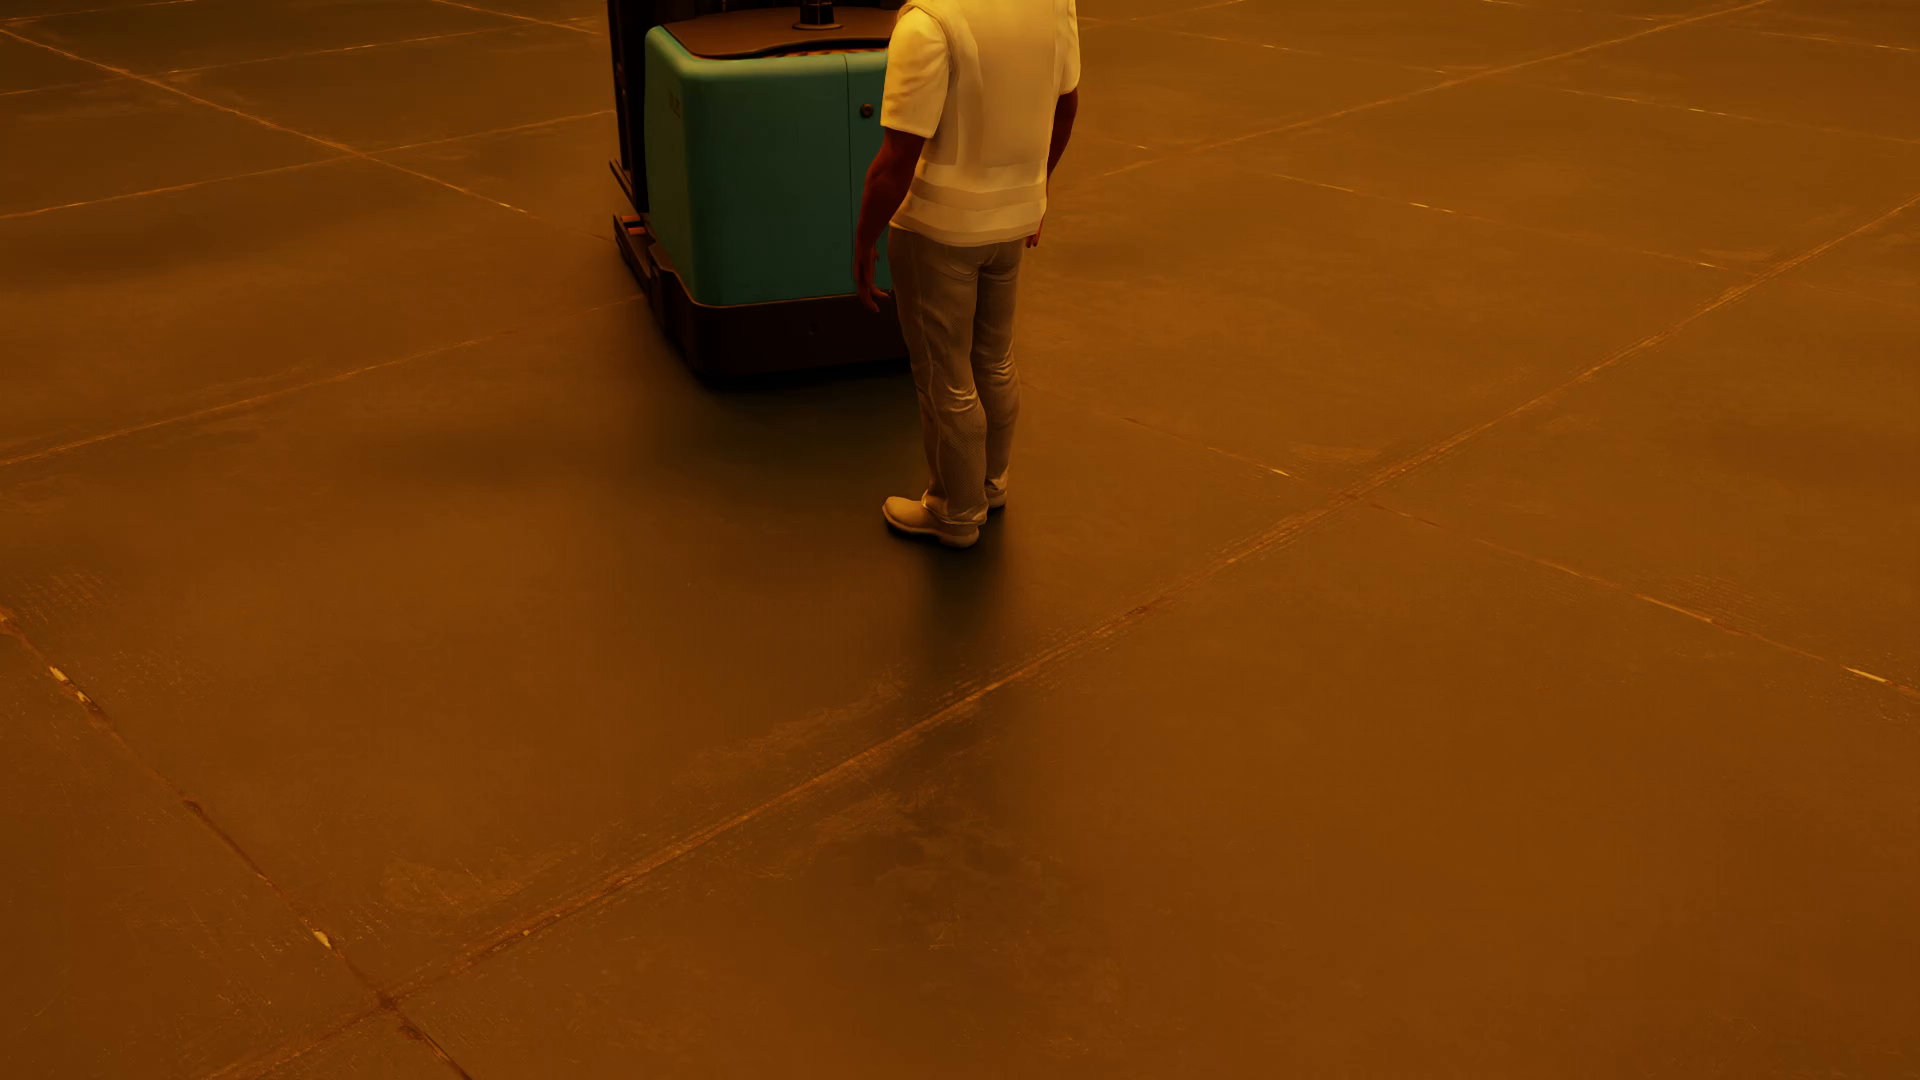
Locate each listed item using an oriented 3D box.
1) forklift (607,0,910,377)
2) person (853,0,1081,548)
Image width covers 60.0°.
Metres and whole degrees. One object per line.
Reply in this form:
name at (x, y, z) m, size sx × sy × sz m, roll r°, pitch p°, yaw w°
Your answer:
forklift at (-0.818, -2.480, 6.271) m, size 1.130 × 2.935 × 3.031 m, roll -8°, pitch 27°, yaw -16°
person at (-0.045, -0.823, 4.198) m, size 0.666 × 1.765 × 0.577 m, roll -24°, pitch 35°, yaw -39°
